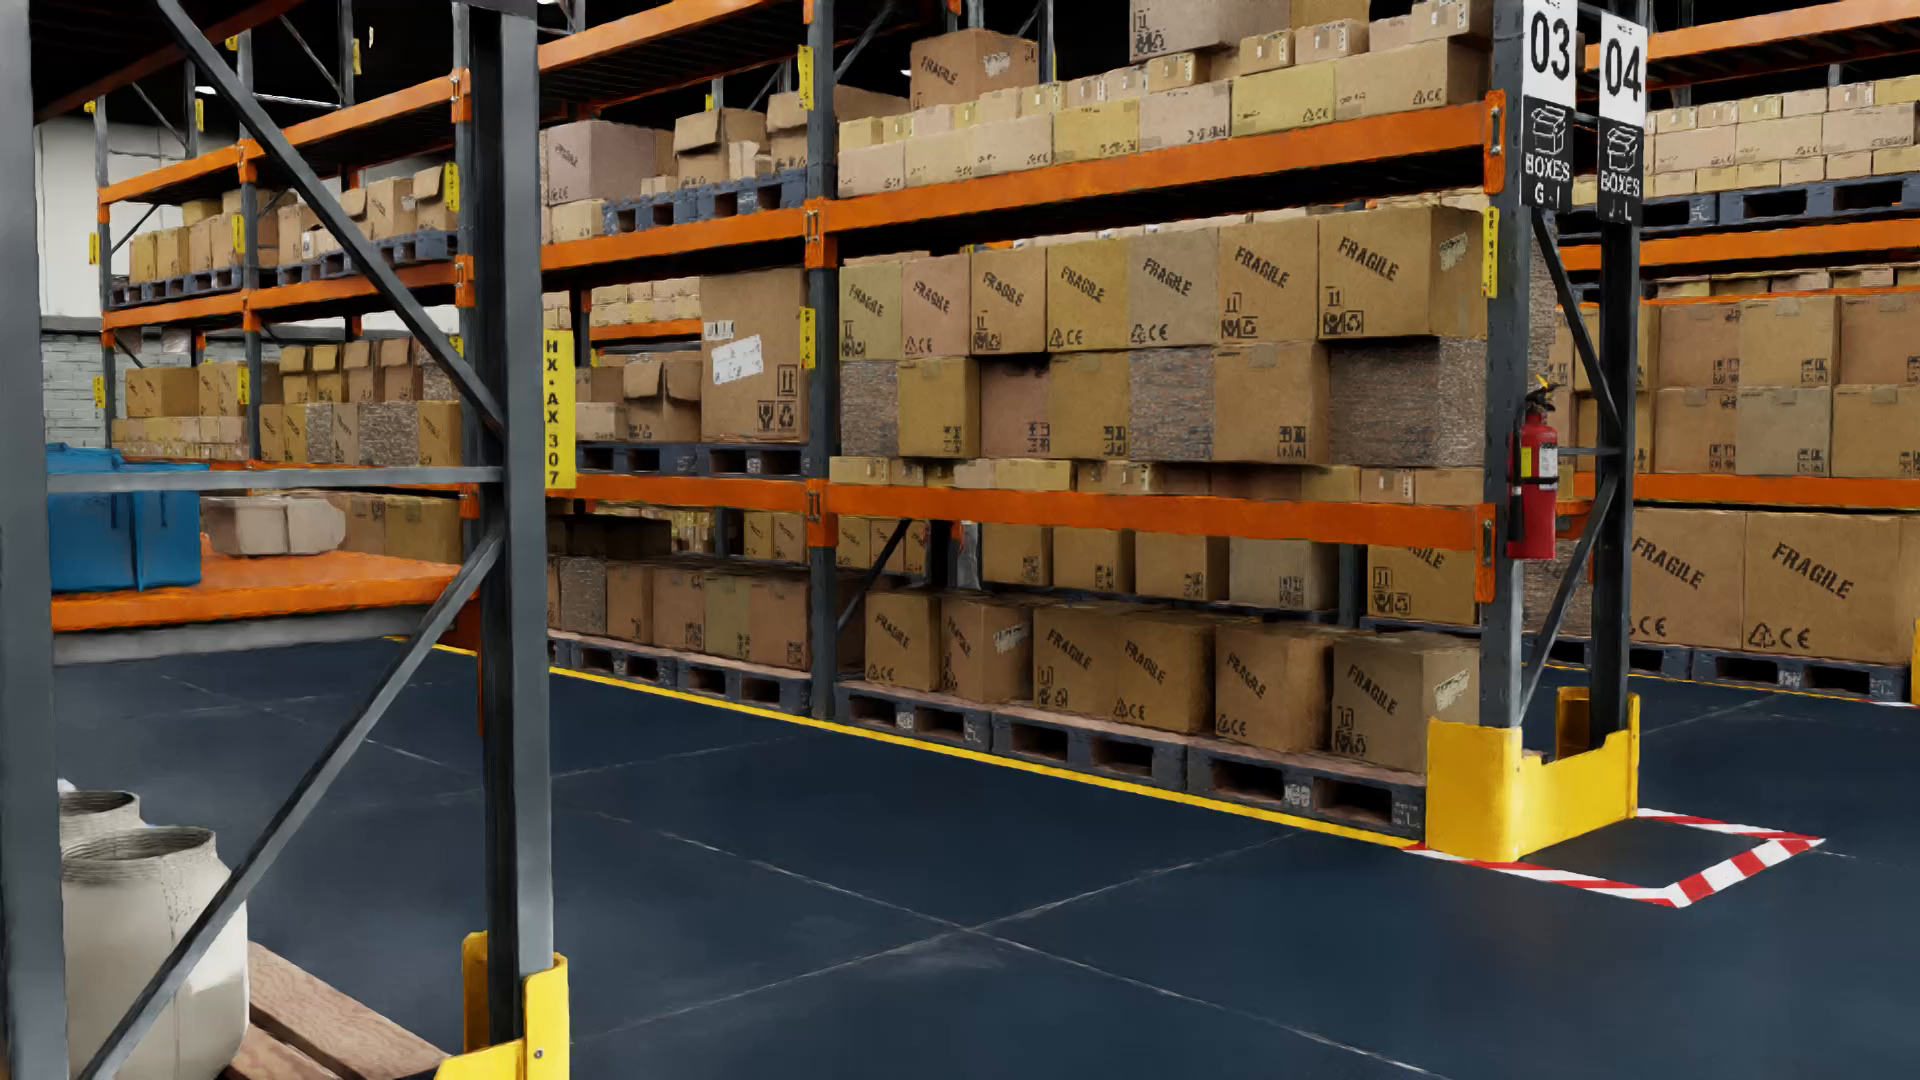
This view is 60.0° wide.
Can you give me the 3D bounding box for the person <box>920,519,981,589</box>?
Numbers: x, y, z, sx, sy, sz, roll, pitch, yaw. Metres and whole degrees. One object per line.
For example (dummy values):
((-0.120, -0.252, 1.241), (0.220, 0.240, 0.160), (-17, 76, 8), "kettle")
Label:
((-0.123, -0.098, 11.677), (0.584, 1.770, 0.645), (-2, 4, -25), "person")
